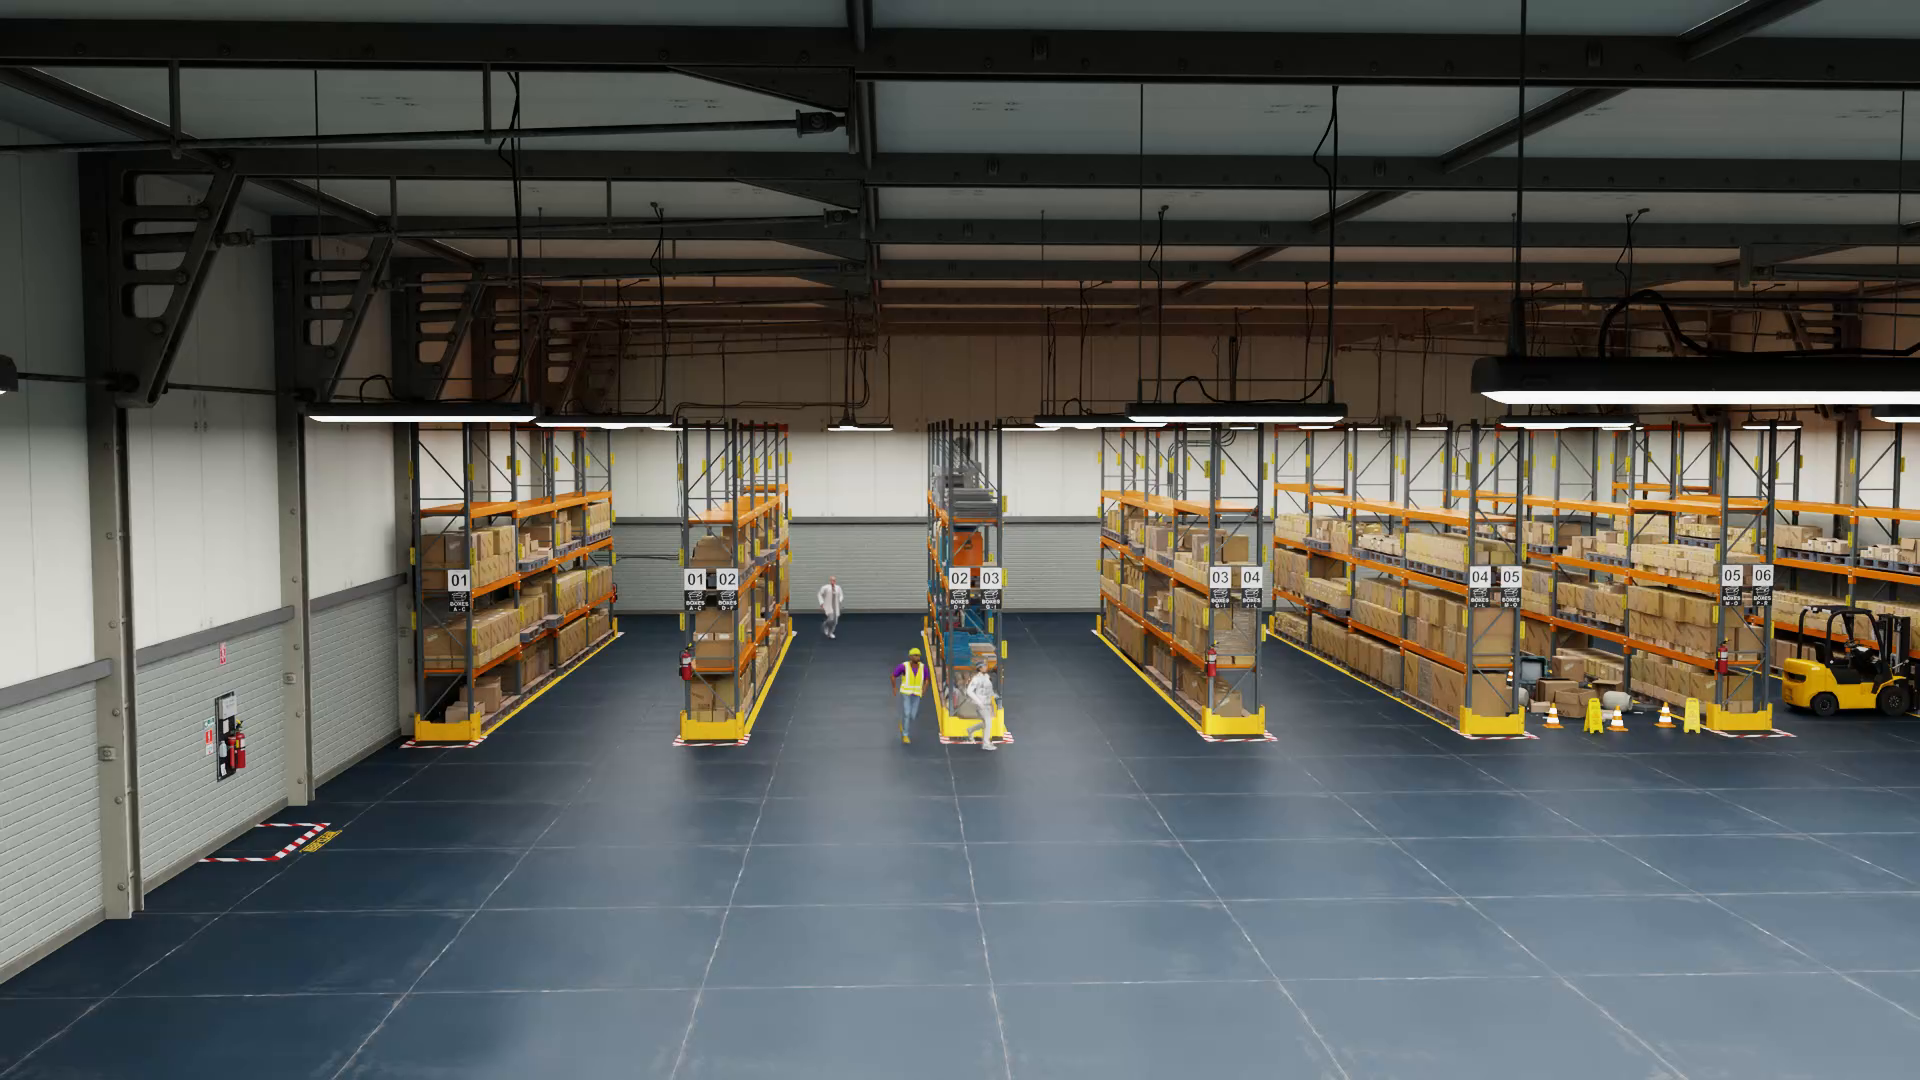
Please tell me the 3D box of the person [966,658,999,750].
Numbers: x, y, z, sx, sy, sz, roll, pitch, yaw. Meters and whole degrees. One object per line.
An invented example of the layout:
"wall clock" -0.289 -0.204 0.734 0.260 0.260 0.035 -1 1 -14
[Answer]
"person" 0.366 2.962 30.112 0.678 1.659 0.613 2 4 31

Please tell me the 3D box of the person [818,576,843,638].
"person" -3.572 1.884 46.490 0.696 1.732 0.670 -2 4 -28

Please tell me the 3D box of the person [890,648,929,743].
"person" -0.927 2.890 31.145 0.746 1.748 0.758 -1 4 -18
